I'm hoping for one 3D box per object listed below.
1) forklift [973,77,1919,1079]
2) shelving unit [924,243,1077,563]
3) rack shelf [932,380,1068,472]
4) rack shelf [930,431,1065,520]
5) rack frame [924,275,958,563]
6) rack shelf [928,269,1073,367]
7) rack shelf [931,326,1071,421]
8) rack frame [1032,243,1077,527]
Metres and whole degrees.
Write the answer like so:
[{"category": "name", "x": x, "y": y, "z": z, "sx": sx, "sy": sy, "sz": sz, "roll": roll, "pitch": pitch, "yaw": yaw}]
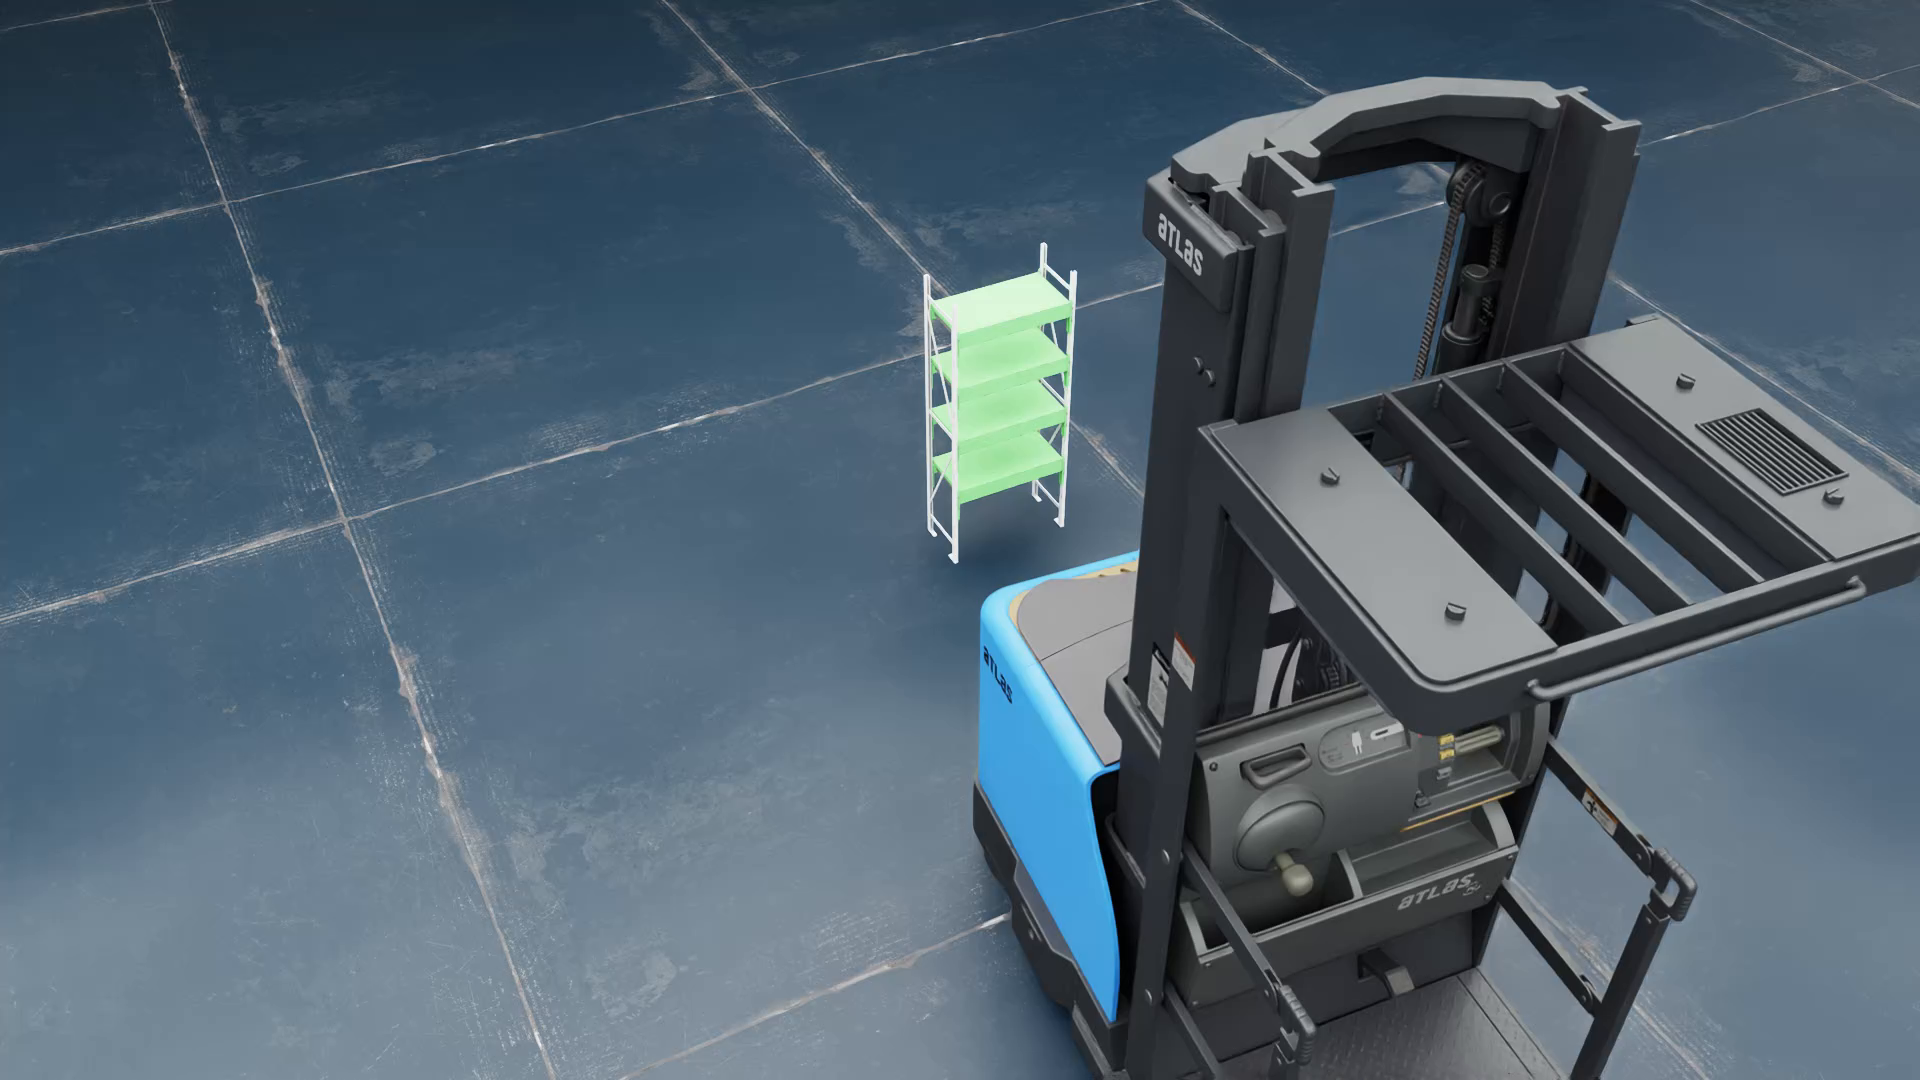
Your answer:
[{"category": "forklift", "x": 1.066, "y": 0.622, "z": 3.747, "sx": 1.130, "sy": 2.935, "sz": 3.031, "roll": -15, "pitch": 42, "yaw": -17}, {"category": "shelving unit", "x": 0.147, "y": -0.507, "z": 6.421, "sx": 0.503, "sy": 1.200, "sz": 0.258, "roll": -19, "pitch": 44, "yaw": -21}, {"category": "rack shelf", "x": 0.147, "y": -0.459, "z": 6.462, "sx": 0.480, "sy": 0.148, "sz": 0.258, "roll": -19, "pitch": 44, "yaw": -21}, {"category": "rack shelf", "x": 0.147, "y": -0.275, "z": 6.617, "sx": 0.480, "sy": 0.148, "sz": 0.258, "roll": -19, "pitch": 44, "yaw": -21}, {"category": "rack frame", "x": -0.070, "y": -0.435, "z": 6.335, "sx": 0.015, "sy": 1.200, "sz": 0.240, "roll": -19, "pitch": 44, "yaw": -21}, {"category": "rack shelf", "x": 0.147, "y": -0.825, "z": 6.152, "sx": 0.480, "sy": 0.148, "sz": 0.258, "roll": -19, "pitch": 44, "yaw": -21}, {"category": "rack shelf", "x": 0.147, "y": -0.642, "z": 6.307, "sx": 0.480, "sy": 0.148, "sz": 0.258, "roll": -19, "pitch": 44, "yaw": -21}, {"category": "rack frame", "x": 0.363, "y": -0.580, "z": 6.507, "sx": 0.015, "sy": 1.200, "sz": 0.240, "roll": -19, "pitch": 44, "yaw": -21}]
